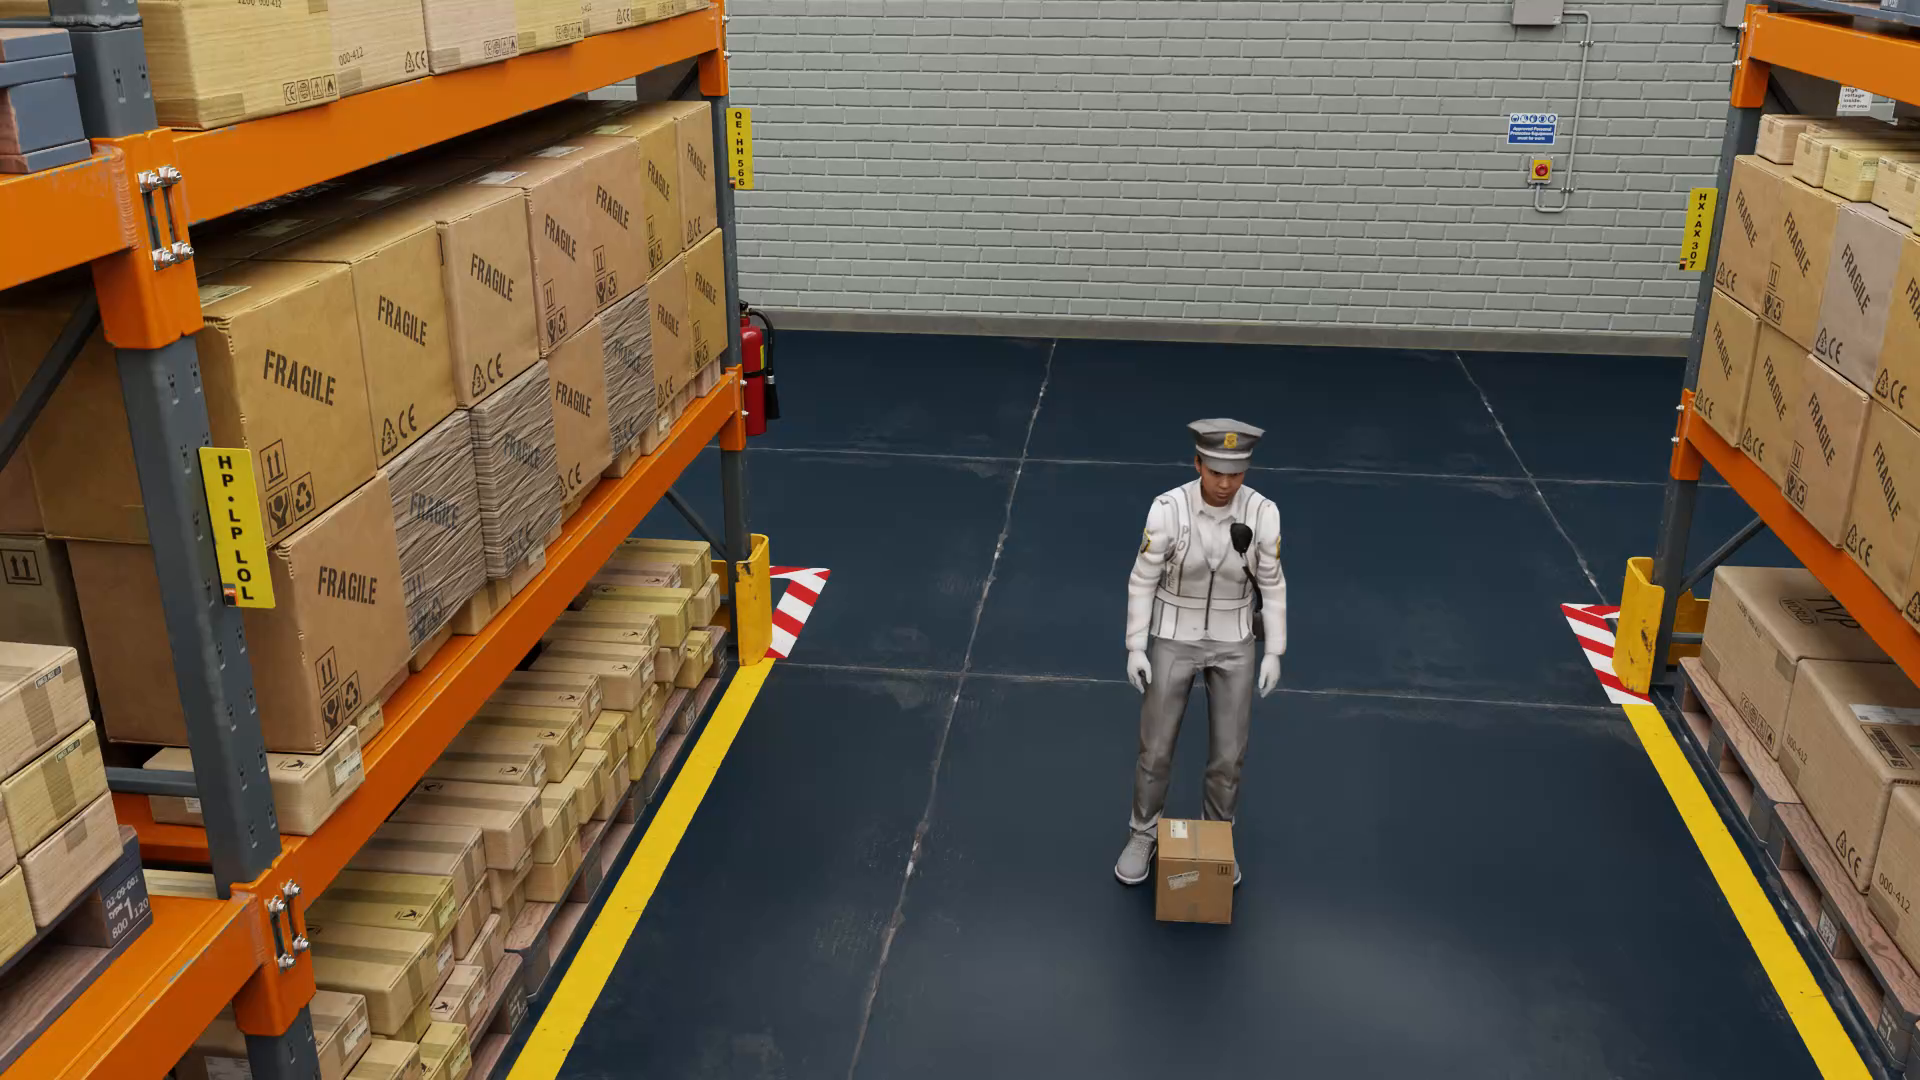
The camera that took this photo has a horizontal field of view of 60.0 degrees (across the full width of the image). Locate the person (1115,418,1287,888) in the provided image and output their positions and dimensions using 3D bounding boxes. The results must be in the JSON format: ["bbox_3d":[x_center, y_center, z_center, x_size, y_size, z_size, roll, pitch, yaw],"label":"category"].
[{"bbox_3d":[0.823,0.376,5.609,0.547,1.667,0.369,1,21,4],"label":"person"}]
